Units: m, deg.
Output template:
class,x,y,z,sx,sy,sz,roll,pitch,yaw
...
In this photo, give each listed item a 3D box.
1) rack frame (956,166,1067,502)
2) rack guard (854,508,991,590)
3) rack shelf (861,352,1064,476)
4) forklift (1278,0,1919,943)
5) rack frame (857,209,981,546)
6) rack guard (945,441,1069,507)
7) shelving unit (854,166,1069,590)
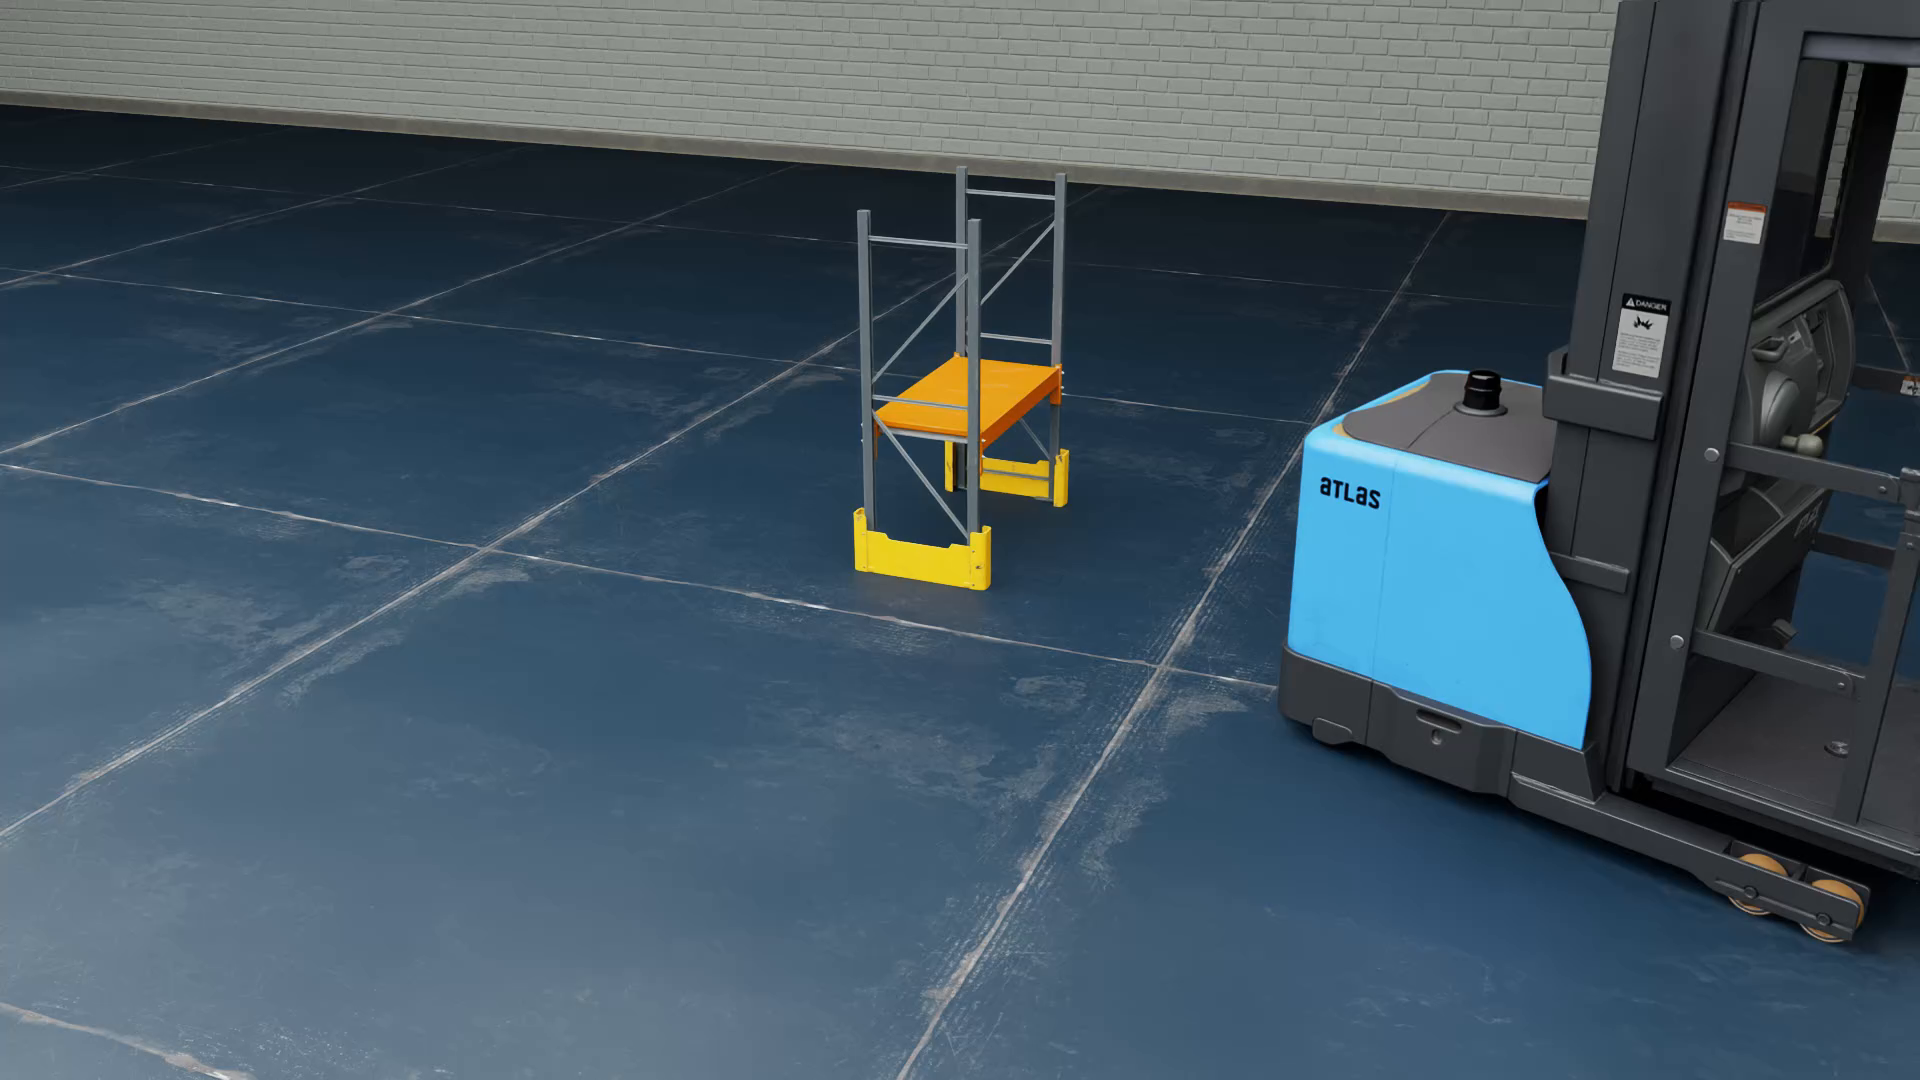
class,x,y,z,sx,sy,sz,roll,pitch,yaw
rack frame,0.221,-0.904,7.470,0.500,1.500,0.032,9,24,20
rack guard,-0.157,0.036,6.840,0.587,0.250,0.087,9,24,20
rack shelf,0.032,-0.557,7.103,0.538,0.185,1.000,9,24,20
forklift,2.525,-0.472,4.576,3.031,2.935,1.130,19,29,38
rack frame,-0.157,-0.541,6.598,0.500,1.500,0.032,9,24,20
rack guard,0.213,-0.321,7.694,0.587,0.250,0.087,9,24,20
shelving unit,0.028,-0.719,7.026,0.587,1.500,1.083,9,24,20
